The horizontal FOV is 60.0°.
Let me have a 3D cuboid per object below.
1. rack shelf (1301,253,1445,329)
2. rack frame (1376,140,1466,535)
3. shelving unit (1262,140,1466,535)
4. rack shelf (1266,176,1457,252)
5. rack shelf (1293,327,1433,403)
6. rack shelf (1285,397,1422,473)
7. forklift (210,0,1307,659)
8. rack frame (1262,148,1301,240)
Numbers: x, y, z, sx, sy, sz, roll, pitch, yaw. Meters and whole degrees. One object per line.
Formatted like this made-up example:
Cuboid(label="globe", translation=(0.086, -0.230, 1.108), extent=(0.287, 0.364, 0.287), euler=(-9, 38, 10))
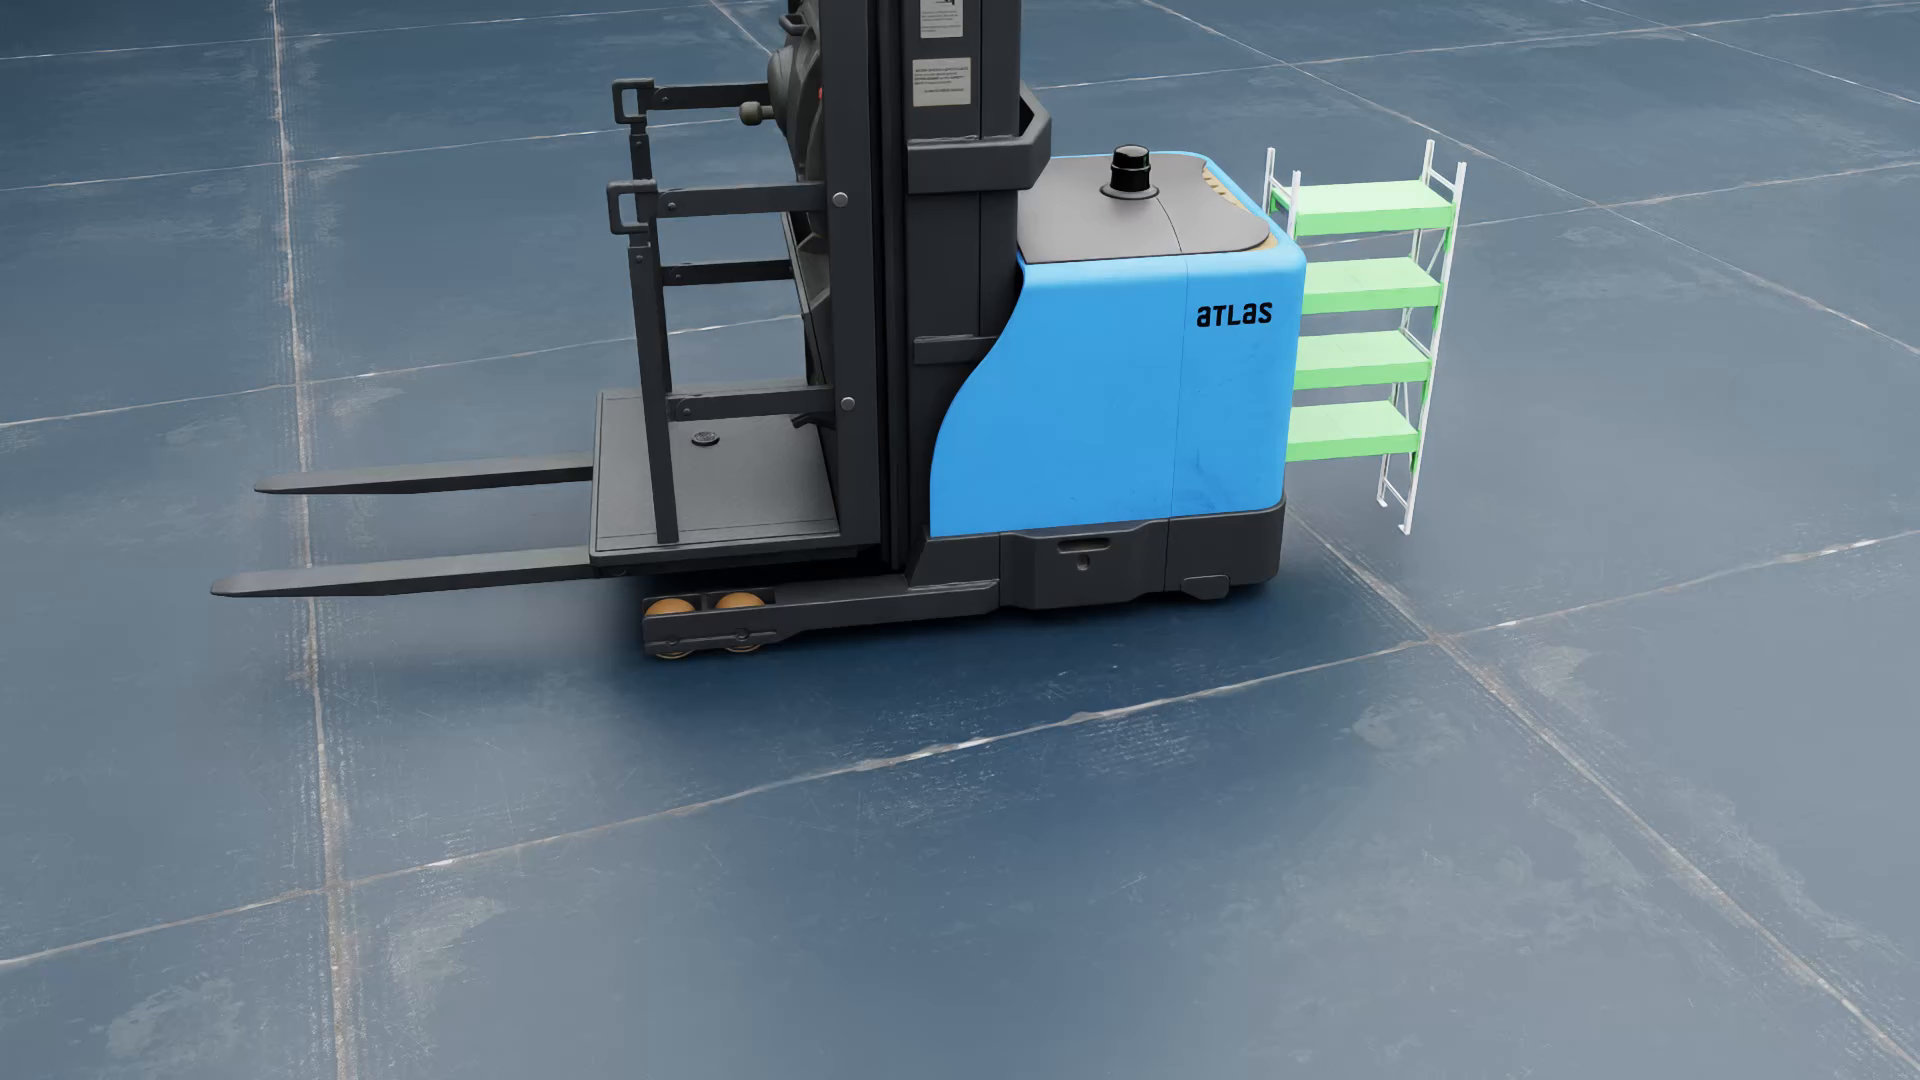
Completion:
Cuboid(label="rack shelf", translation=(1.160, -0.729, 4.962), extent=(0.480, 0.148, 0.258), euler=(-5, 30, -8))
Cuboid(label="rack frame", translation=(1.400, -0.596, 5.085), extent=(0.015, 1.200, 0.240), euler=(-5, 30, -8))
Cuboid(label="shelving unit", translation=(1.160, -0.576, 5.049), extent=(0.503, 1.200, 0.258), euler=(-5, 30, -8))
Cuboid(label="rack shelf", translation=(1.160, -0.938, 4.843), extent=(0.480, 0.148, 0.258), euler=(-5, 30, -8))
Cuboid(label="rack shelf", translation=(1.160, -0.521, 5.081), extent=(0.480, 0.148, 0.258), euler=(-5, 30, -8))
Cuboid(label="rack shelf", translation=(1.160, -0.312, 5.200), extent=(0.480, 0.148, 0.258), euler=(-5, 30, -8))
Cuboid(label="forklift", translation=(-0.614, -1.222, 4.435), extent=(3.031, 2.935, 1.130), euler=(-5, 30, -8))
Cuboid(label="rack frame", translation=(0.919, -0.556, 5.014), extent=(0.015, 1.200, 0.240), euler=(-5, 30, -8))
